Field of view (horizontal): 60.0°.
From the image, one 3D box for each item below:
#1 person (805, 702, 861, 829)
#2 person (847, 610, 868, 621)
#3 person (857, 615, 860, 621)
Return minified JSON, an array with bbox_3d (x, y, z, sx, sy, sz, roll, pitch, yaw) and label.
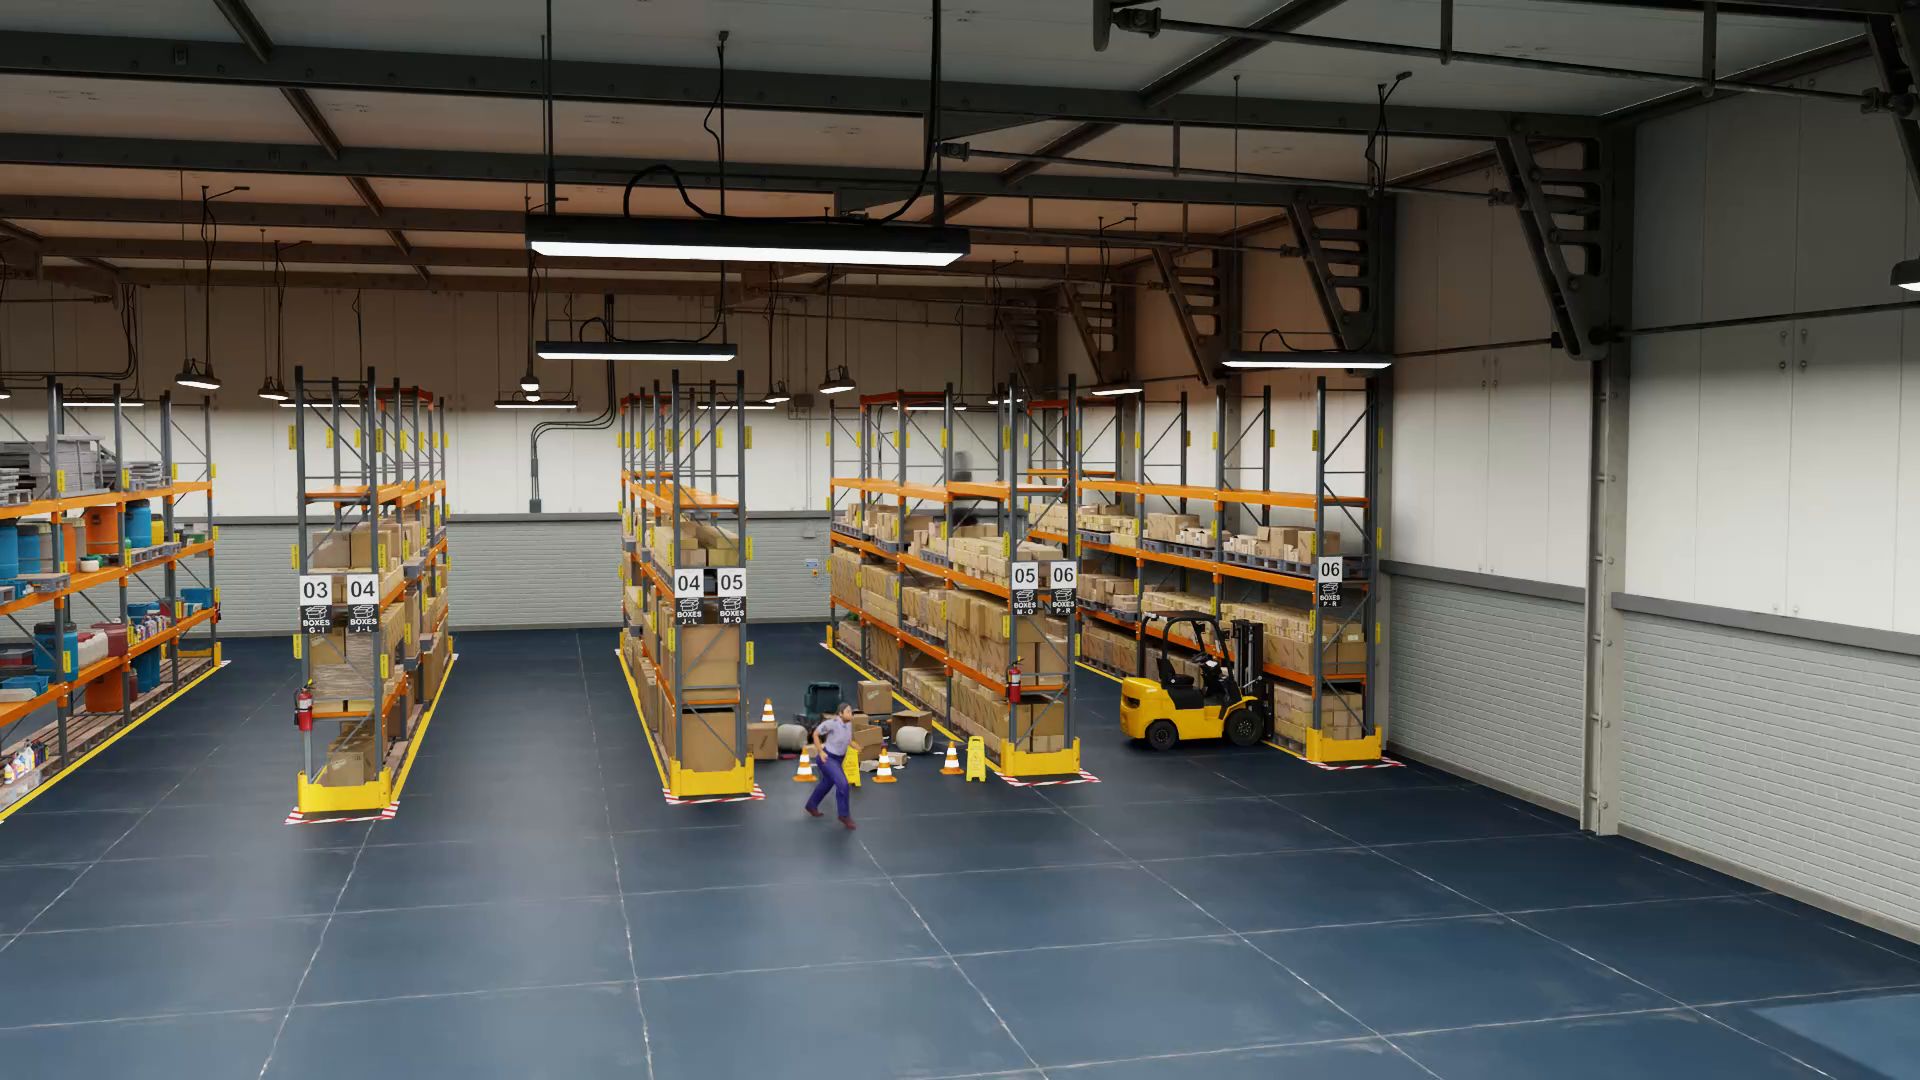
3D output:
[{"bbox_3d":[-1.694,2.920,21.688,0.876,1.652,0.600,2,4,29],"label":"person"},{"bbox_3d":[-2.635,1.638,42.037,0.670,1.729,0.709,-1,3,-9],"label":"person"},{"bbox_3d":[-2.252,1.670,41.488,0.785,1.802,0.653,1,4,20],"label":"person"}]
